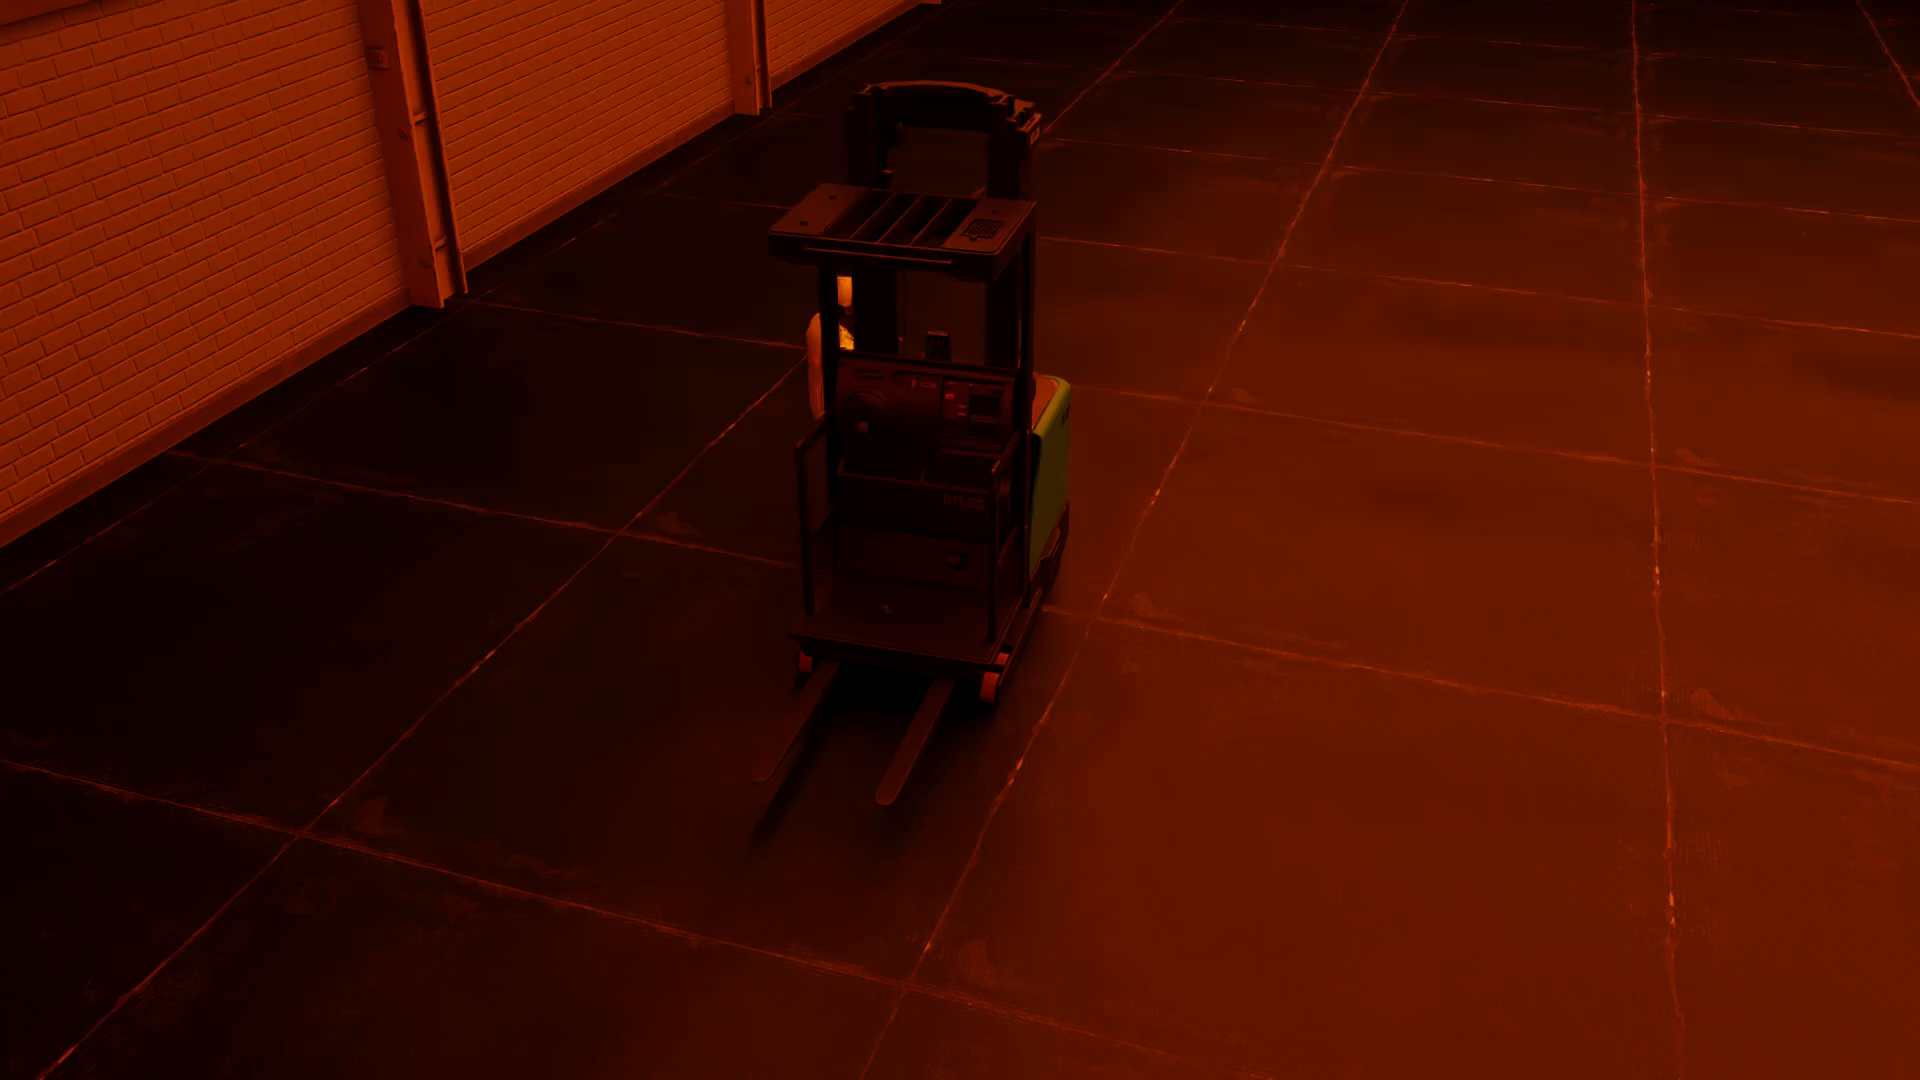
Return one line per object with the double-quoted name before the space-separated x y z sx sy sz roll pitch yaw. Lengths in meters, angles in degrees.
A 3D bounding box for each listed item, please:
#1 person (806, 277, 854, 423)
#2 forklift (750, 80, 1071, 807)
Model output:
"person" -0.490 -0.892 10.175 0.875 1.541 0.861 -12 32 -20
"forklift" -0.239 -0.641 8.261 1.130 2.935 3.031 8 31 14
